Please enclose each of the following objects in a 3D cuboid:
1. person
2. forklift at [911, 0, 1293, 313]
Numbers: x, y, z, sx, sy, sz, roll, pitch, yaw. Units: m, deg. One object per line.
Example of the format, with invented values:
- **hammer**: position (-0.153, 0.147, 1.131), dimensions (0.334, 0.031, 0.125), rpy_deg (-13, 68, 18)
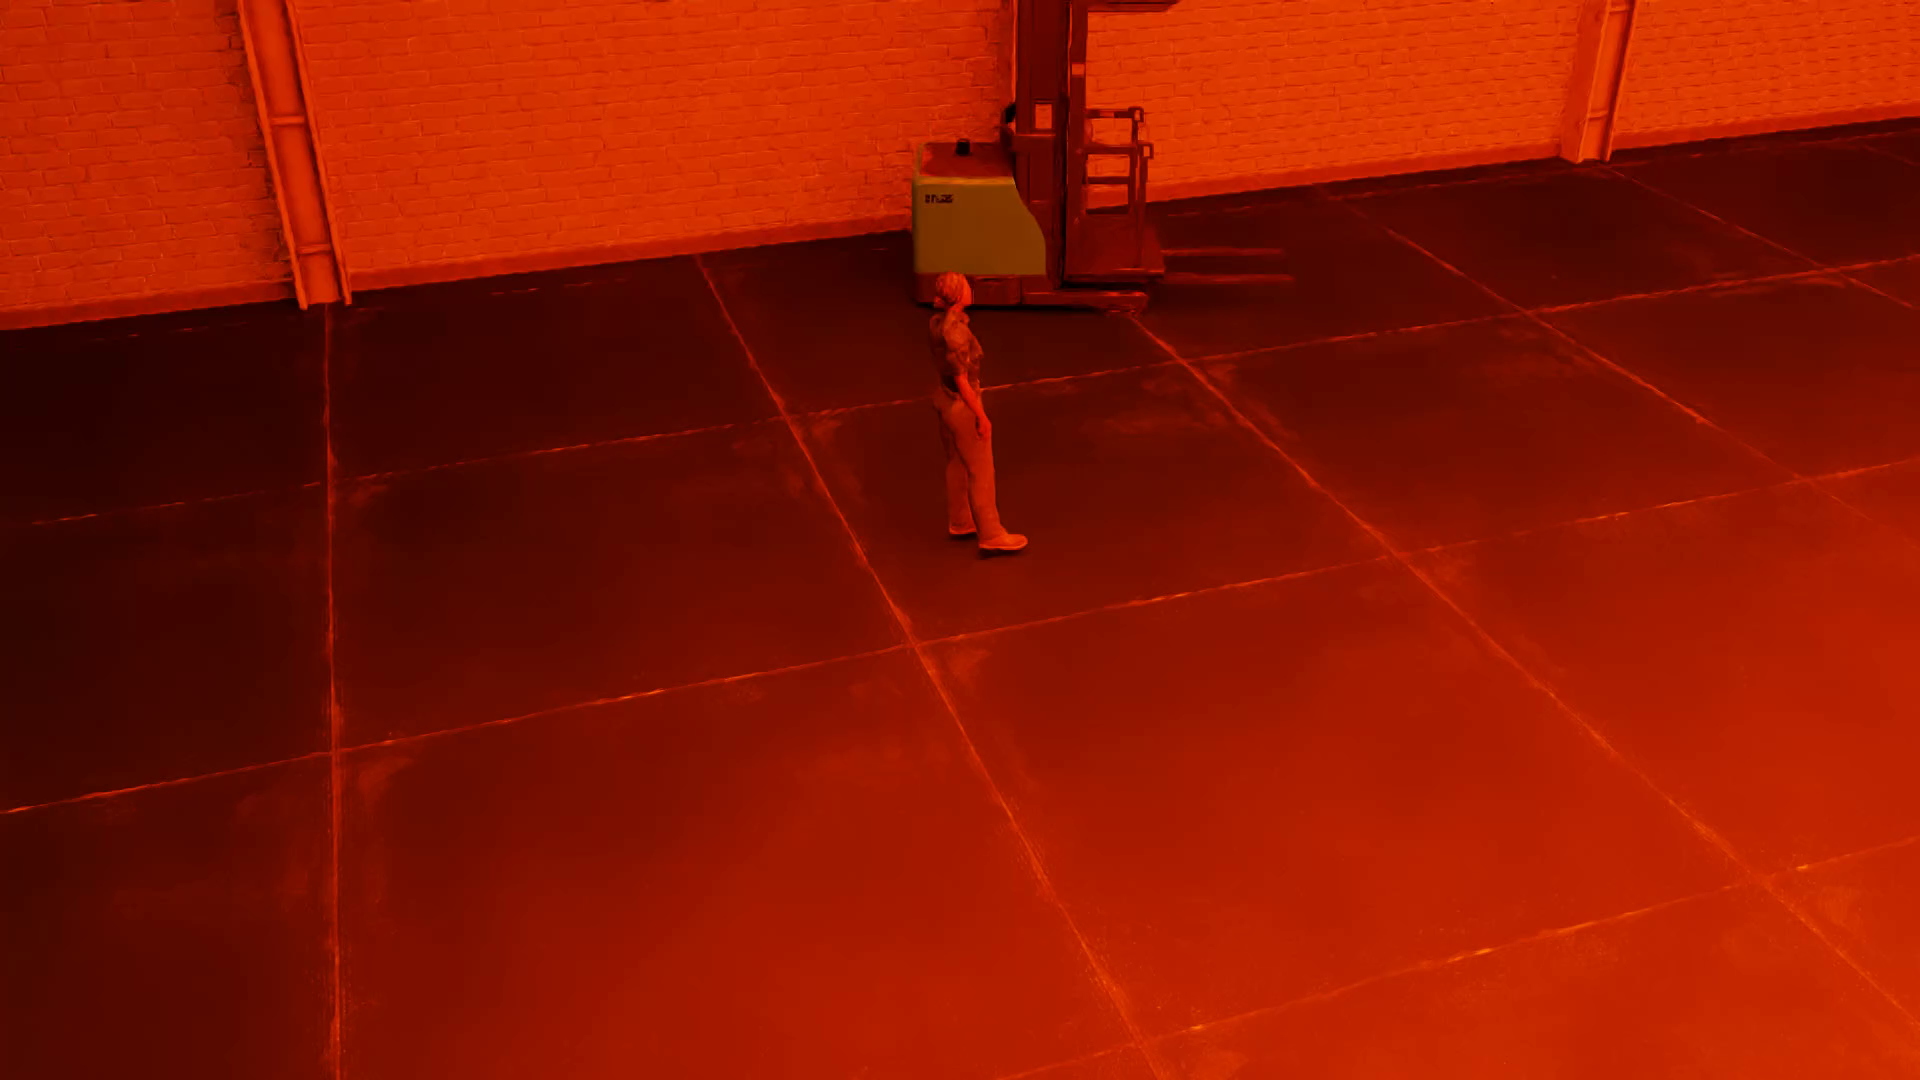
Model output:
- **person**: position (0.089, -0.762, 9.598), dimensions (0.504, 1.654, 0.570), rpy_deg (-10, 31, -16)
- **forklift**: position (1.137, -3.330, 12.875), dimensions (3.031, 2.935, 1.130), rpy_deg (1, 30, 1)
